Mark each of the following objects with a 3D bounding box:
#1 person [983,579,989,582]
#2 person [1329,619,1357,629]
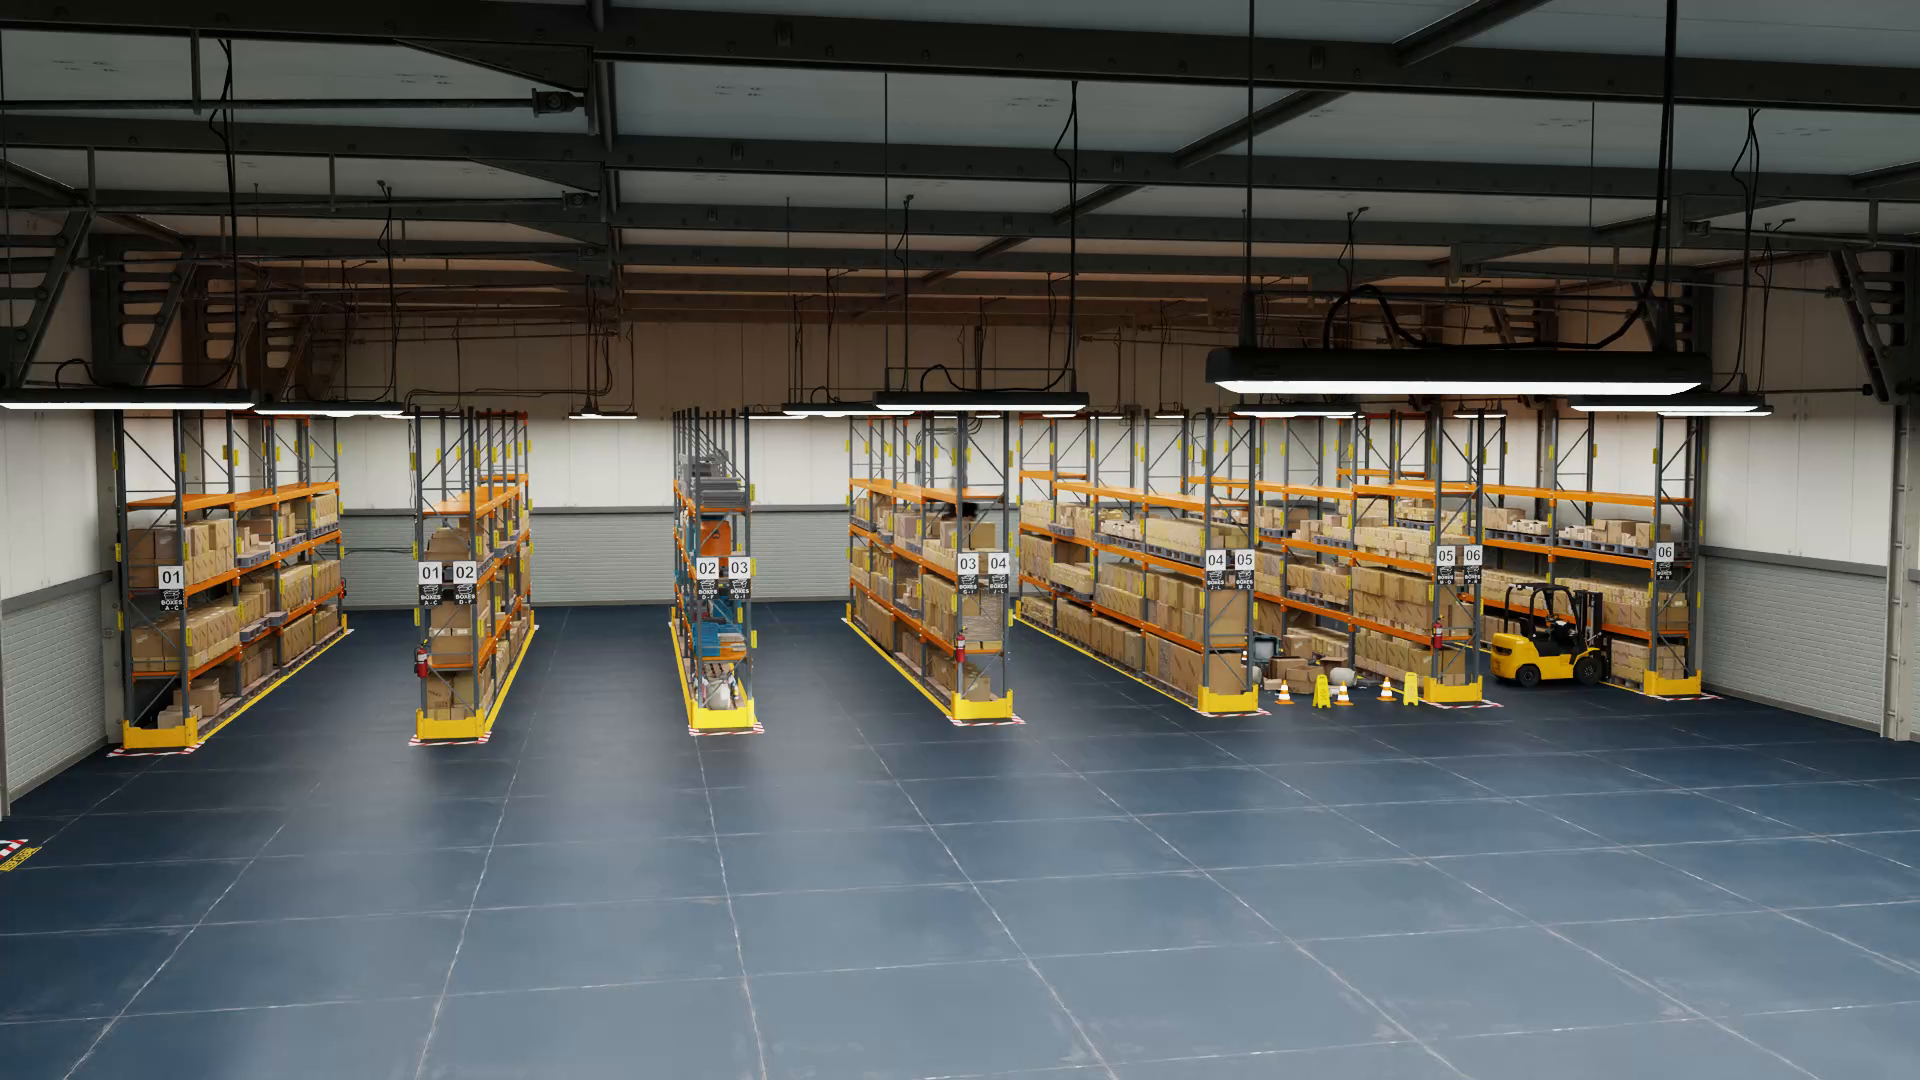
[{"bbox_3d":[0.470,1.424,48.654,0.774,1.679,0.732,4,5,41],"label":"person"},{"bbox_3d":[10.506,1.578,45.529,0.650,1.793,0.957,-2,5,-30],"label":"person"}]
